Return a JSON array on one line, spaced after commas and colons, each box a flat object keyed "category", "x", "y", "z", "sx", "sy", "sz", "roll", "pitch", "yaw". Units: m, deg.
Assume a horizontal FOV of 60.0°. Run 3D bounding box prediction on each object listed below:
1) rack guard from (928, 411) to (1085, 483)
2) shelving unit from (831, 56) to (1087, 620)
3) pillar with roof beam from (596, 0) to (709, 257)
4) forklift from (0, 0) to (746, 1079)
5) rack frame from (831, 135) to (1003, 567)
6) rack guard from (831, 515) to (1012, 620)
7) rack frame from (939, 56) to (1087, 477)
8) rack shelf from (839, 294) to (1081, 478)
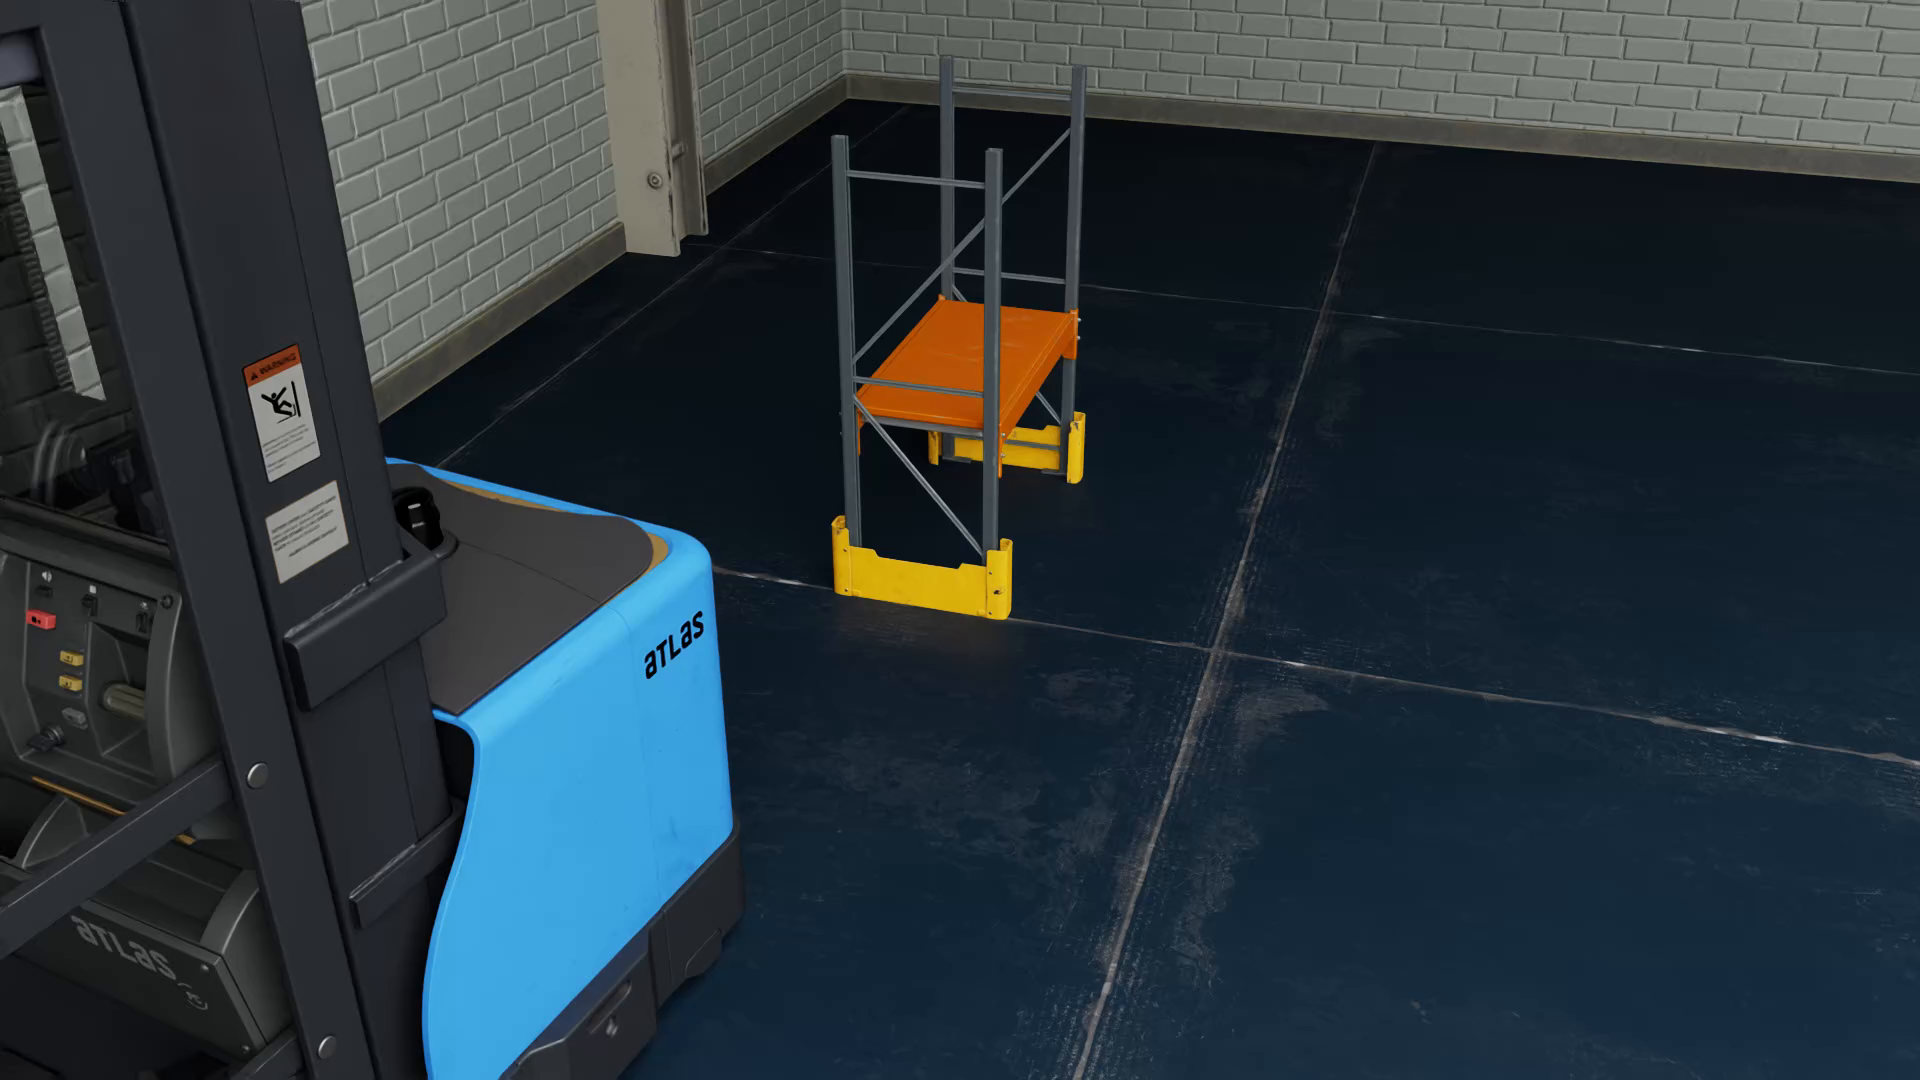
[{"category": "rack guard", "x": 0.169, "y": -0.376, "z": 6.169, "sx": 0.587, "sy": 0.250, "sz": 0.087, "roll": 8, "pitch": 30, "yaw": 15}, {"category": "shelving unit", "x": 0.022, "y": -0.691, "z": 5.449, "sx": 0.587, "sy": 1.500, "sz": 1.083, "roll": 8, "pitch": 30, "yaw": 15}, {"category": "pillar with roof beam", "x": 2.611, "y": -4.843, "z": 5.199, "sx": 9.100, "sy": 9.000, "sz": 0.400, "roll": 8, "pitch": 30, "yaw": 15}, {"category": "forklift", "x": -1.622, "y": 0.188, "z": 2.396, "sx": 1.130, "sy": 2.935, "sz": 3.031, "roll": 14, "pitch": 32, "yaw": 23}, {"category": "rack frame", "x": -0.124, "y": -0.459, "z": 5.032, "sx": 0.500, "sy": 1.500, "sz": 0.032, "roll": 8, "pitch": 30, "yaw": 15}, {"category": "rack guard", "x": -0.124, "y": 0.087, "z": 5.337, "sx": 0.587, "sy": 0.250, "sz": 0.087, "roll": 8, "pitch": 30, "yaw": 15}, {"category": "rack frame", "x": 0.174, "y": -0.931, "z": 5.881, "sx": 0.500, "sy": 1.500, "sz": 0.032, "roll": 8, "pitch": 30, "yaw": 15}, {"category": "rack shelf", "x": 0.025, "y": -0.538, "z": 5.544, "sx": 0.538, "sy": 0.185, "sz": 1.000, "roll": 8, "pitch": 30, "yaw": 15}]
